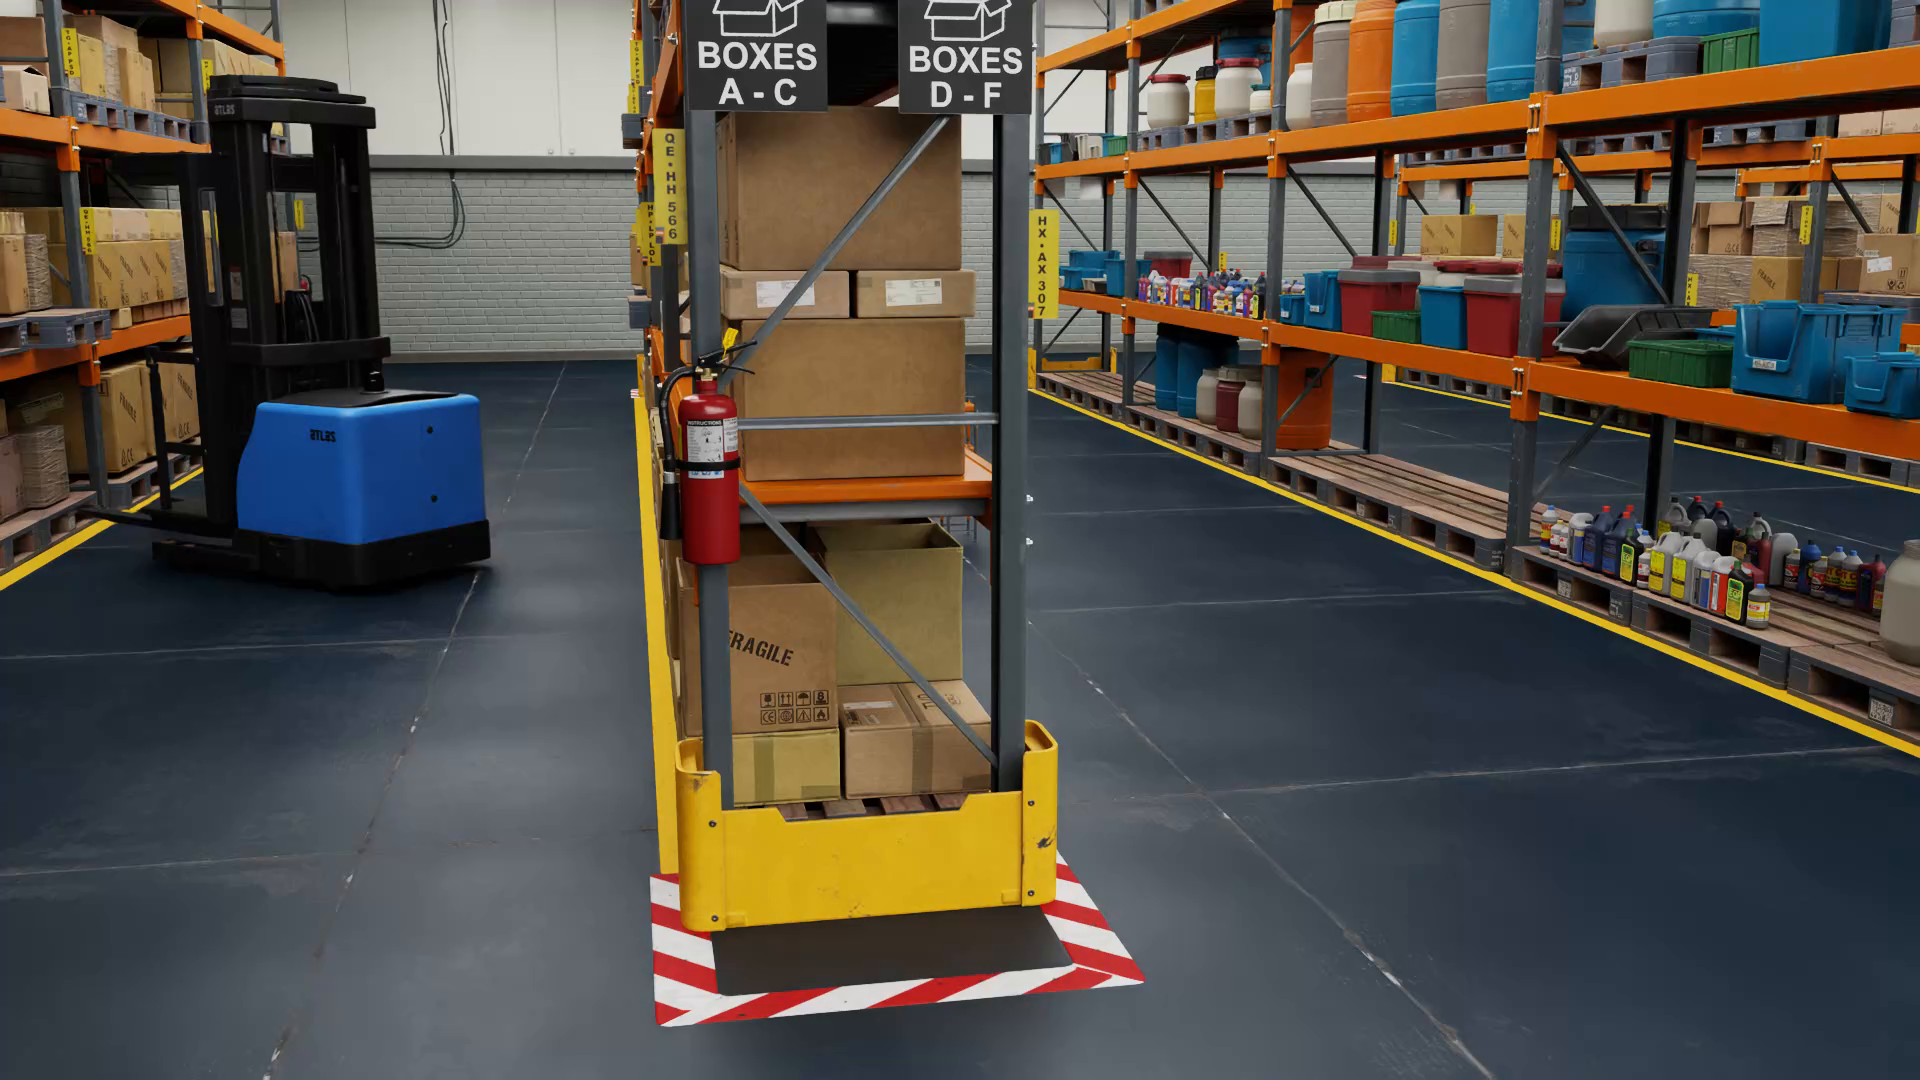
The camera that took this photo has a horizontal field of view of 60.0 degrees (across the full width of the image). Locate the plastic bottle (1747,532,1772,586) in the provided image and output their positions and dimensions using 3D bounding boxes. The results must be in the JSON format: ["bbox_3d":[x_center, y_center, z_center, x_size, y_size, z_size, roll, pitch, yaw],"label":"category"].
[{"bbox_3d":[4.217,0.091,8.782,0.061,0.283,0.133,-2,11,-11],"label":"plastic bottle"}]

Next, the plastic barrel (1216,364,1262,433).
[{"bbox_3d":[2.676,-1.314,15.406,0.600,0.588,0.708,-2,11,-11],"label":"plastic barrel"}]

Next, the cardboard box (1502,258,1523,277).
[{"bbox_3d":[6.641,-3.149,19.324,0.500,0.250,0.500,-2,11,-9],"label":"cardboard box"}]

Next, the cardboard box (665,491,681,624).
[{"bbox_3d":[-0.997,0.064,7.062,0.500,0.500,0.500,-2,11,-11],"label":"cardboard box"}]

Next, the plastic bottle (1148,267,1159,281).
[{"bbox_3d":[1.988,-2.622,17.082,0.144,0.351,0.185,-2,11,-11],"label":"plastic bottle"}]

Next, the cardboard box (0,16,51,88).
[{"bbox_3d":[-6.859,-3.460,11.887,0.700,0.500,0.500,-3,11,-15],"label":"cardboard box"}]

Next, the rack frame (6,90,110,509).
[{"bbox_3d":[-6.711,-1.636,11.770,1.000,3.000,0.127,-2,11,-11],"label":"rack frame"}]

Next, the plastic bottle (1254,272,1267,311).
[{"bbox_3d":[2.820,-2.317,15.479,0.144,0.351,0.185,-2,11,-11],"label":"plastic bottle"}]

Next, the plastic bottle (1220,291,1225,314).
[{"bbox_3d":[2.366,-2.111,14.796,0.097,0.201,0.097,0,11,0],"label":"plastic bottle"}]

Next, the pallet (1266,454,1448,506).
[{"bbox_3d":[3.120,-0.483,13.170,1.003,0.211,1.213,-2,11,-11],"label":"pallet"}]

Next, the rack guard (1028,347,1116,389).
[{"bbox_3d":[1.434,-2.240,21.626,1.175,0.500,0.348,-2,11,-11],"label":"rack guard"}]

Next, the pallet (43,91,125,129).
[{"bbox_3d":[-6.888,-3.133,12.118,1.213,0.211,1.003,-2,11,-8],"label":"pallet"}]

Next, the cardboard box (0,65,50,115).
[{"bbox_3d":[-6.306,-2.954,10.854,0.500,0.311,0.500,-2,11,-11],"label":"cardboard box"}]

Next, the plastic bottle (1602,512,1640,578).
[{"bbox_3d":[3.572,0.020,8.976,0.144,0.351,0.185,-3,11,-13],"label":"plastic bottle"}]

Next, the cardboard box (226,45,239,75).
[{"bbox_3d":[-7.458,-4.628,16.474,0.500,0.500,0.500,-2,11,-12],"label":"cardboard box"}]

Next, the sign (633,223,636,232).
[{"bbox_3d":[-3.161,-2.955,16.383,0.100,0.325,0.005,-2,11,-11],"label":"sign"}]

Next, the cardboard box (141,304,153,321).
[{"bbox_3d":[-6.856,-1.872,13.630,0.380,0.149,0.250,-2,11,-11],"label":"cardboard box"}]

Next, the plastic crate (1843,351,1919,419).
[{"bbox_3d":[4.052,-0.656,7.020,0.499,0.251,0.408,-2,11,-11],"label":"plastic crate"}]

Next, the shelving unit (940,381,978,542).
[{"bbox_3d":[-0.010,-0.526,11.150,0.215,1.050,0.252,-2,11,-11],"label":"shelving unit"}]

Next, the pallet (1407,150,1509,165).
[{"bbox_3d":[6.464,-4.938,21.333,1.003,0.211,1.213,-2,11,-11],"label":"pallet"}]

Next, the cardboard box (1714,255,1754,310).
[{"bbox_3d":[7.435,-2.399,15.510,0.500,0.500,0.500,-2,11,-12],"label":"cardboard box"}]

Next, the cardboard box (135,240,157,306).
[{"bbox_3d":[-6.742,-2.127,13.233,0.500,0.500,0.500,-2,11,-11],"label":"cardboard box"}]

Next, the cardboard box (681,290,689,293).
[{"bbox_3d":[-1.824,-1.705,12.370,0.500,0.311,0.500,-1,11,-7],"label":"cardboard box"}]

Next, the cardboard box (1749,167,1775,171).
[{"bbox_3d":[11.031,-5.114,22.421,0.500,0.250,0.500,-2,11,-9],"label":"cardboard box"}]

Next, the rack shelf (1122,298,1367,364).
[{"bbox_3d":[2.618,-2.010,15.658,1.077,0.370,4.000,-2,11,-11],"label":"rack shelf"}]

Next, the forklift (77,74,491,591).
[{"bbox_3d":[-4.420,-1.331,10.351,3.031,2.935,1.130,6,13,31],"label":"forklift"}]

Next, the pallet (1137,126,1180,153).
[{"bbox_3d":[2.478,-3.971,16.518,1.213,0.211,1.003,-2,11,-11],"label":"pallet"}]

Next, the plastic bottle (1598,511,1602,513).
[{"bbox_3d":[3.611,-0.016,9.345,0.061,0.283,0.133,-2,11,-11],"label":"plastic bottle"}]

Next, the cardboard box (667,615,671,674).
[{"bbox_3d":[-0.994,0.432,7.133,0.500,0.250,0.500,-2,11,-11],"label":"cardboard box"}]

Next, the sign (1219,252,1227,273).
[{"bbox_3d":[2.769,-2.886,17.595,0.100,0.325,0.005,-2,11,-11],"label":"sign"}]

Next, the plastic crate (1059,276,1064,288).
[{"bbox_3d":[1.290,-3.120,20.112,0.250,0.136,0.298,-2,11,-11],"label":"plastic crate"}]

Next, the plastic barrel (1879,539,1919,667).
[{"bbox_3d":[4.263,0.277,7.250,0.421,0.512,0.421,0,11,0],"label":"plastic barrel"}]

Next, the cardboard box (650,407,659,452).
[{"bbox_3d":[-2.038,-0.841,12.325,0.500,0.311,0.500,-2,11,-9],"label":"cardboard box"}]

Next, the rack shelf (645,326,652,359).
[{"bbox_3d":[-2.241,-1.830,14.715,1.077,0.370,4.000,-2,11,-11],"label":"rack shelf"}]

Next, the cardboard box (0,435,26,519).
[{"bbox_3d":[-6.533,-0.395,10.761,0.700,0.500,0.500,-2,11,-11],"label":"cardboard box"}]

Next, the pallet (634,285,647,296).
[{"bbox_3d":[-2.582,-2.306,15.802,1.003,0.211,1.213,-2,11,-11],"label":"pallet"}]

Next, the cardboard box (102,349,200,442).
[{"bbox_3d":[-7.059,-1.243,14.329,0.750,0.750,0.750,-2,11,-9],"label":"cardboard box"}]

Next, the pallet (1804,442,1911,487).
[{"bbox_3d":[8.016,-0.663,14.117,1.003,0.211,1.213,-2,11,-11],"label":"pallet"}]

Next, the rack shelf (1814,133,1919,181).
[{"bbox_3d":[8.255,-2.930,12.469,1.077,0.370,4.000,-2,11,-11],"label":"rack shelf"}]

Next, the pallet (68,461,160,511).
[{"bbox_3d":[-6.790,-0.414,12.805,1.003,0.211,1.213,-2,11,-11],"label":"pallet"}]

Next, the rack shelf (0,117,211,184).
[{"bbox_3d":[-7.100,-3.123,13.484,1.077,0.370,4.000,-2,11,-11],"label":"rack shelf"}]

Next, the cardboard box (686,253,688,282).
[{"bbox_3d":[-1.163,-1.349,8.258,0.380,0.149,0.250,-2,11,-10],"label":"cardboard box"}]

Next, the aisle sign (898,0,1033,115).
[{"bbox_3d":[0.017,-1.626,4.764,0.394,0.787,0.004,-2,11,-11],"label":"aisle sign"}]

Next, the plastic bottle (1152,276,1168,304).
[{"bbox_3d":[2.017,-2.503,16.658,0.152,0.276,0.135,-2,11,-11],"label":"plastic bottle"}]

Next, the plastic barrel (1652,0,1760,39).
[{"bbox_3d":[3.874,-3.002,8.463,0.600,0.901,0.708,-2,11,-11],"label":"plastic barrel"}]

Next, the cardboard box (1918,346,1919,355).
[{"bbox_3d":[11.648,-2.226,19.779,0.380,0.149,0.250,-2,11,-9],"label":"cardboard box"}]

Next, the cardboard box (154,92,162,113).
[{"bbox_3d":[-7.852,-4.142,15.924,0.500,0.250,0.500,-2,11,-10],"label":"cardboard box"}]

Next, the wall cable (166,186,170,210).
[{"bbox_3d":[-9.443,-3.803,20.437,0.084,1.984,1.851,-2,11,-11],"label":"wall cable"}]

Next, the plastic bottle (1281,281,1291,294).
[{"bbox_3d":[3.020,-2.258,15.384,0.097,0.271,0.097,0,11,0],"label":"plastic bottle"}]

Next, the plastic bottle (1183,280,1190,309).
[{"bbox_3d":[2.167,-2.333,15.778,0.097,0.271,0.097,0,11,0],"label":"plastic bottle"}]

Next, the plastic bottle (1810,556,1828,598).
[{"bbox_3d":[4.411,0.186,8.504,0.097,0.201,0.097,0,11,0],"label":"plastic bottle"}]

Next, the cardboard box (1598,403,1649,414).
[{"bbox_3d":[7.406,-1.792,17.150,1.225,0.875,0.875,-3,11,-13],"label":"cardboard box"}]

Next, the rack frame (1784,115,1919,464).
[{"bbox_3d":[7.866,-2.177,14.610,1.000,3.000,0.127,-2,11,-11],"label":"rack frame"}]

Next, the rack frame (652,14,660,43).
[{"bbox_3d":[-1.074,-4.030,8.305,1.000,3.000,0.127,-2,11,-11],"label":"rack frame"}]

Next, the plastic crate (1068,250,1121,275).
[{"bbox_3d":[1.700,-3.456,21.076,0.616,0.435,0.499,-2,11,-11],"label":"plastic crate"}]

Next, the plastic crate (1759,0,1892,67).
[{"bbox_3d":[3.897,-2.334,7.455,0.392,0.384,0.575,-2,11,-11],"label":"plastic crate"}]
